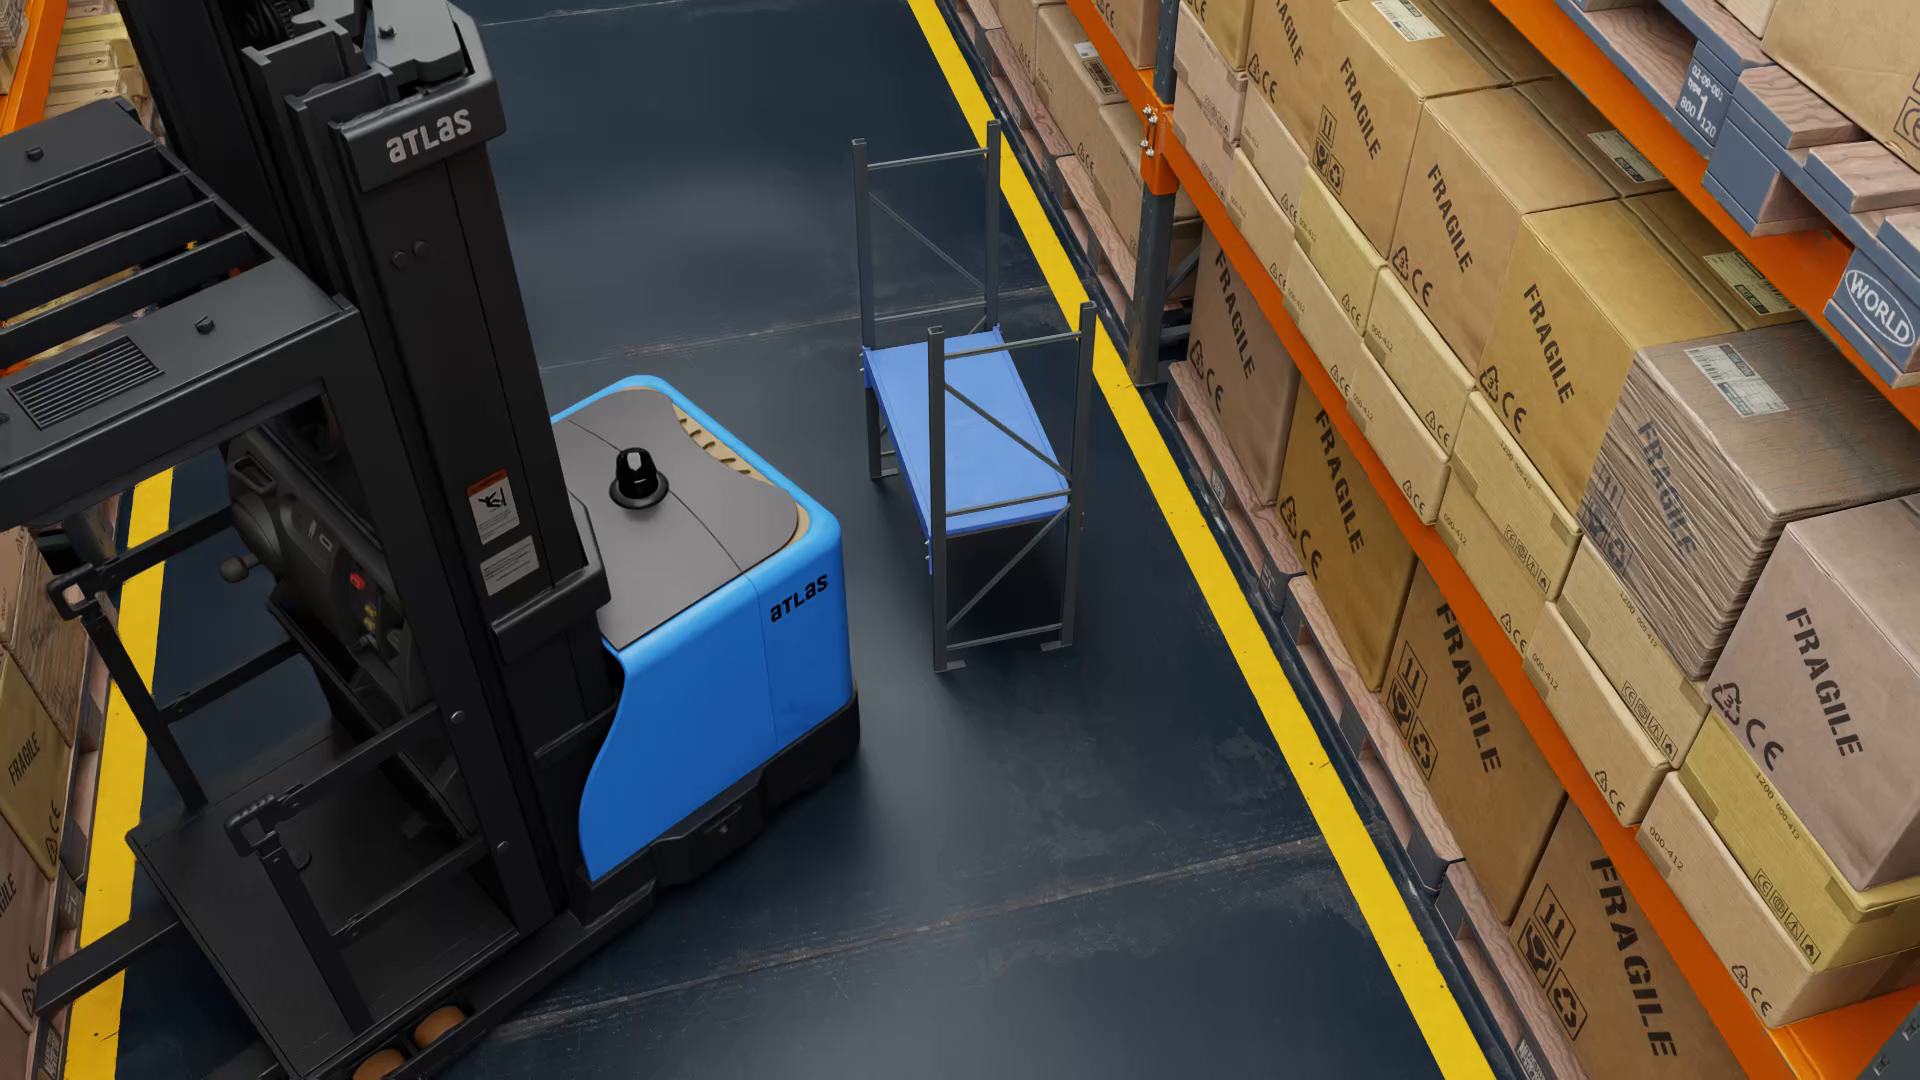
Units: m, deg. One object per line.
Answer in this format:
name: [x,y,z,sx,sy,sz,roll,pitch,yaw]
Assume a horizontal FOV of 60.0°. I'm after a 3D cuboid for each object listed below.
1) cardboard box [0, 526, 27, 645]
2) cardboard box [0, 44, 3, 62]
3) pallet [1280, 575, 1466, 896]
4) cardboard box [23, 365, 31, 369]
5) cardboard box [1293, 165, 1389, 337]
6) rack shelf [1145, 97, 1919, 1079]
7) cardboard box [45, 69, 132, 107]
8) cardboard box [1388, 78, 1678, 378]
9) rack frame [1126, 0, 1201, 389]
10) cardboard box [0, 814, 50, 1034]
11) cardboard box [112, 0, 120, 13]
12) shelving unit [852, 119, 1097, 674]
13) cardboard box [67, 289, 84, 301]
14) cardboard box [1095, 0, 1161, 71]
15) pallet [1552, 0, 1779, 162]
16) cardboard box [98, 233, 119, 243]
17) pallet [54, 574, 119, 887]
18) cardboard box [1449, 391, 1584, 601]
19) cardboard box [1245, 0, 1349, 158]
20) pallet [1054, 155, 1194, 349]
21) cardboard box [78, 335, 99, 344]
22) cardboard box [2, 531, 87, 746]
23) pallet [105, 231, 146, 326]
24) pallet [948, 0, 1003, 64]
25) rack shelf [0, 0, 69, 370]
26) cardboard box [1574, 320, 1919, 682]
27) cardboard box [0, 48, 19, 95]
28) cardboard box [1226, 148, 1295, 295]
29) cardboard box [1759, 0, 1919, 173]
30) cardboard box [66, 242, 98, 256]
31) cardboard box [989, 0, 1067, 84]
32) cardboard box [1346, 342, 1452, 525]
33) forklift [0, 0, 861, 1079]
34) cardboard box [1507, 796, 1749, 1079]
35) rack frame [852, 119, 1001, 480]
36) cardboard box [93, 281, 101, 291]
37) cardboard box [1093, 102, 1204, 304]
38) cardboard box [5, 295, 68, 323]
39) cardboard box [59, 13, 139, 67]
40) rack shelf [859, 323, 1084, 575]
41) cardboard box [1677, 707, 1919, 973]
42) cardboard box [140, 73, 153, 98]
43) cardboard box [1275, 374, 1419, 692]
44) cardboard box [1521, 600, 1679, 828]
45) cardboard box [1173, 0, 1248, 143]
cardboard box: [-3.132,0.102,4.981,0.500,0.250,0.500,-12,47,-11]
cardboard box: [-3.584,-1.699,5.536,0.500,0.500,0.500,-11,47,-10]
pallet: [1.778,0.533,5.580,1.003,0.211,1.213,-11,47,-10]
cardboard box: [-3.455,-0.464,5.890,0.380,0.149,0.250,-9,46,-9]
cardboard box: [1.296,-0.865,4.753,0.500,0.250,0.500,-10,46,-10]
rack shelf: [1.704,-0.173,4.823,1.077,0.370,4.000,-11,47,-10]
cardboard box: [-3.885,-1.926,7.323,0.380,0.149,0.250,-9,46,-9]
cardboard box: [1.448,-0.786,4.150,0.500,0.500,0.500,-11,47,-11]
rack frame: [1.192,-1.806,5.920,1.000,3.000,0.127,-11,47,-10]
cardboard box: [-2.876,1.071,4.556,0.500,0.500,0.500,-12,47,-11]
cardboard box: [-4.211,-2.631,8.014,0.380,0.149,0.250,-10,46,-10]
shelving unit: [0.022,-0.466,5.657,0.538,1.500,1.048,-11,47,-10]
cardboard box: [-3.666,-0.900,6.526,0.380,0.149,0.250,-13,47,-12]
cardboard box: [0.826,-2.114,6.152,0.500,0.500,0.500,-10,46,-10]
pallet: [1.711,-1.235,3.392,1.003,0.211,1.213,-9,46,-8]
cardboard box: [-3.717,-1.280,6.898,0.380,0.149,0.250,-11,47,-11]
pallet: [-3.367,0.682,5.434,1.003,0.211,1.213,-11,47,-10]
cardboard box: [1.561,-0.158,4.059,0.500,0.250,0.500,-12,47,-11]
cardboard box: [1.184,-1.488,4.838,0.500,0.500,0.500,-11,47,-11]
pallet: [1.073,-1.369,7.444,1.003,0.211,1.213,-11,47,-10]
cardboard box: [-3.532,-0.636,6.475,0.380,0.149,0.250,-11,47,-11]
cardboard box: [-3.134,0.362,5.252,0.500,0.500,0.500,-12,47,-11]
pallet: [-4.089,-1.156,7.235,1.003,0.211,1.213,-11,47,-10]
pallet: [0.448,-3.054,9.095,1.003,0.211,1.213,-11,47,-10]
rack shelf: [-4.079,-1.960,6.575,1.077,0.370,4.000,-11,47,-10]
cardboard box: [1.691,-0.091,3.469,0.500,0.500,0.500,-10,46,-10]
cardboard box: [-3.646,-1.713,6.004,0.380,0.149,0.250,-10,46,-10]
cardboard box: [1.183,-1.044,5.278,0.500,0.250,0.500,-12,47,-11]
cardboard box: [1.779,-0.925,2.592,0.700,0.500,0.500,-13,47,-12]
cardboard box: [-3.656,-1.197,6.609,0.380,0.149,0.250,-10,46,-9]
cardboard box: [0.676,-2.750,8.345,0.875,0.438,0.875,-10,46,-9]
cardboard box: [1.418,-0.341,4.589,0.500,0.250,0.500,-11,47,-11]
forklift: [-1.750,0.144,4.057,3.031,2.935,1.130,-34,54,-29]
cardboard box: [2.119,1.060,4.304,0.875,0.875,0.875,-11,47,-11]
rack frame: [-0.108,-0.817,6.001,0.500,1.500,0.032,-11,47,-10]
cardboard box: [-3.748,-0.982,6.814,0.380,0.149,0.250,-13,47,-12]
cardboard box: [1.135,-1.509,7.129,0.875,0.438,0.875,-11,47,-11]
cardboard box: [-3.581,-0.831,6.250,0.380,0.149,0.250,-11,47,-11]
cardboard box: [-4.013,-2.291,7.681,0.380,0.149,0.250,-12,47,-11]
rack shelf: [0.022,-0.340,5.785,0.538,0.185,1.000,-11,47,-10]
cardboard box: [1.846,0.545,3.370,0.500,0.250,0.500,-11,47,-10]
cardboard box: [-4.091,-2.258,8.064,0.380,0.149,0.250,-9,46,-9]
cardboard box: [1.667,-0.174,5.514,0.875,0.875,0.875,-9,46,-9]
cardboard box: [1.689,0.357,3.905,0.500,0.250,0.500,-10,46,-10]
cardboard box: [1.032,-1.573,5.446,0.500,0.250,0.500,-12,47,-11]
